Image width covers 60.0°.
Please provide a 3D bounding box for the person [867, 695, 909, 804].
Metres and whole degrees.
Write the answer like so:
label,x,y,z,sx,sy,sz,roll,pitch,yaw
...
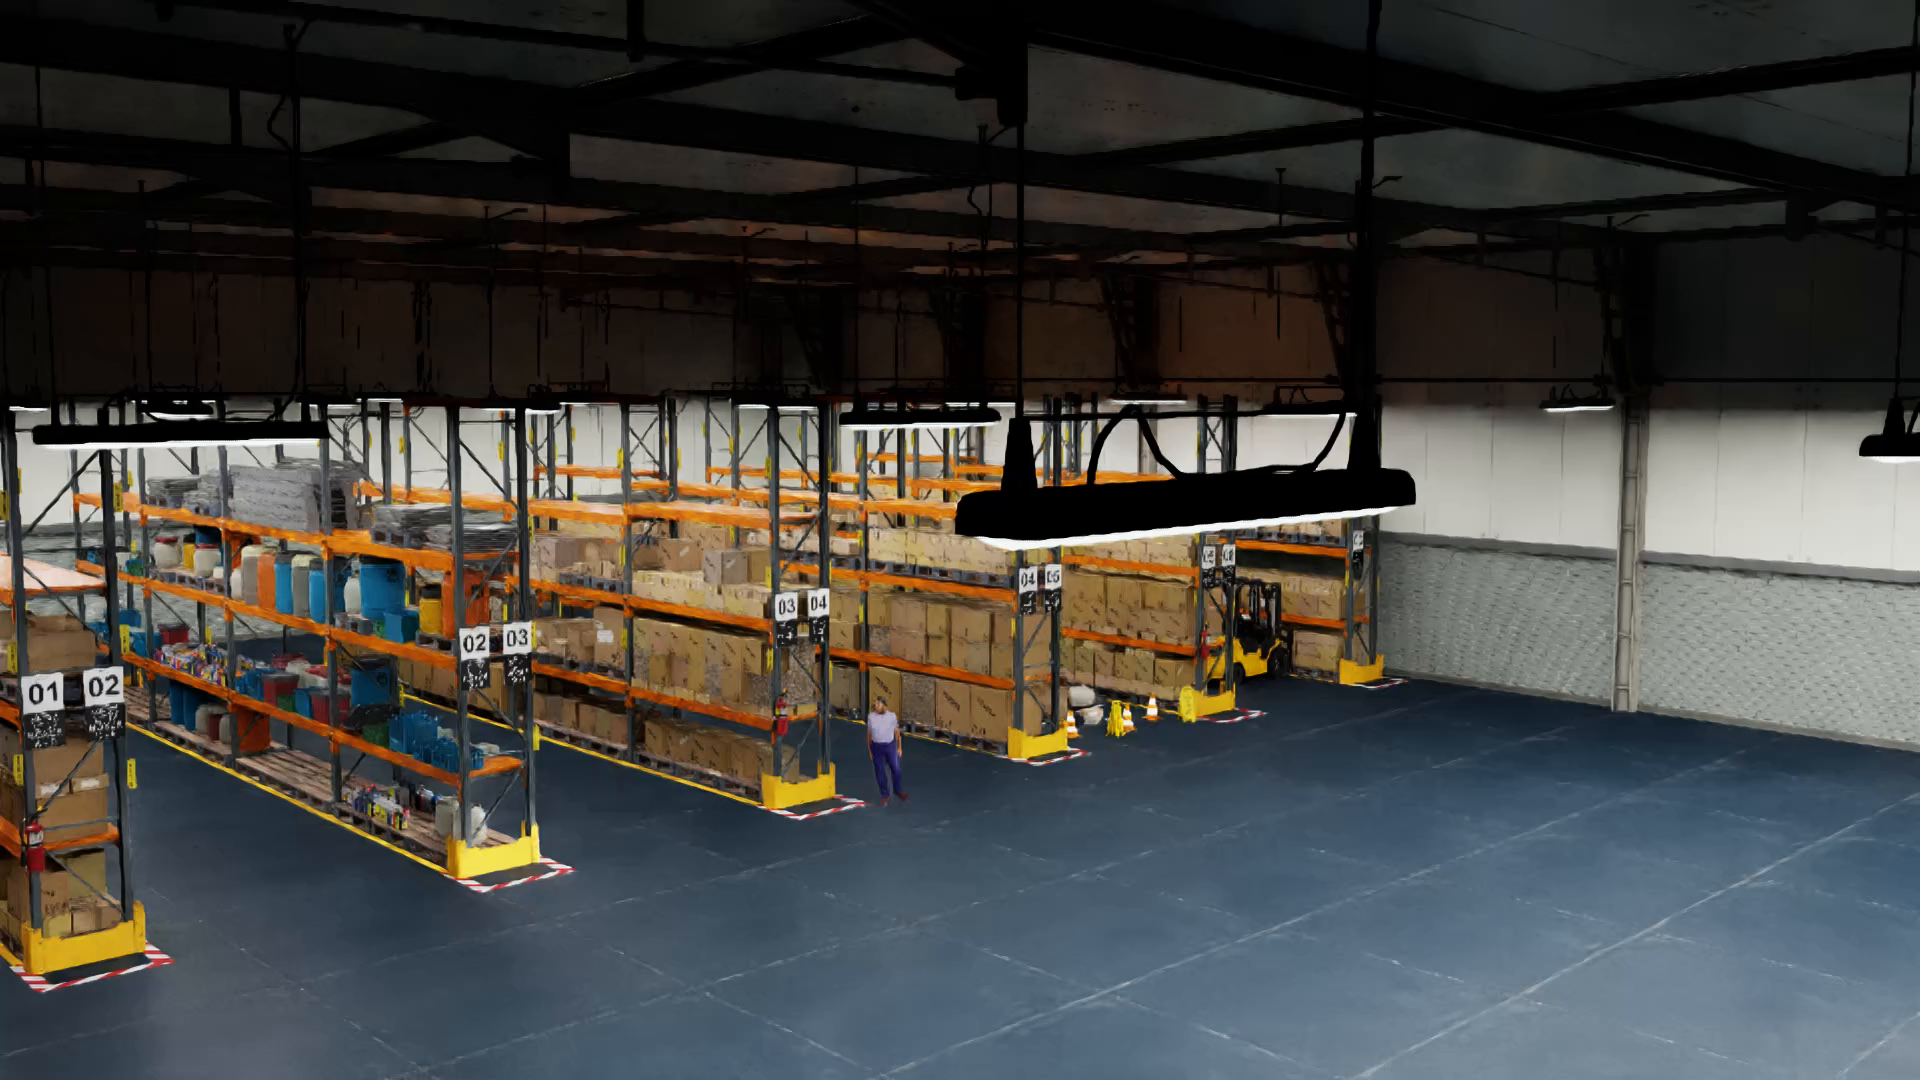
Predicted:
label,x,y,z,sx,sy,sz,roll,pitch,yaw
person,-1.078,3.121,24.811,0.628,1.636,0.438,0,6,1
